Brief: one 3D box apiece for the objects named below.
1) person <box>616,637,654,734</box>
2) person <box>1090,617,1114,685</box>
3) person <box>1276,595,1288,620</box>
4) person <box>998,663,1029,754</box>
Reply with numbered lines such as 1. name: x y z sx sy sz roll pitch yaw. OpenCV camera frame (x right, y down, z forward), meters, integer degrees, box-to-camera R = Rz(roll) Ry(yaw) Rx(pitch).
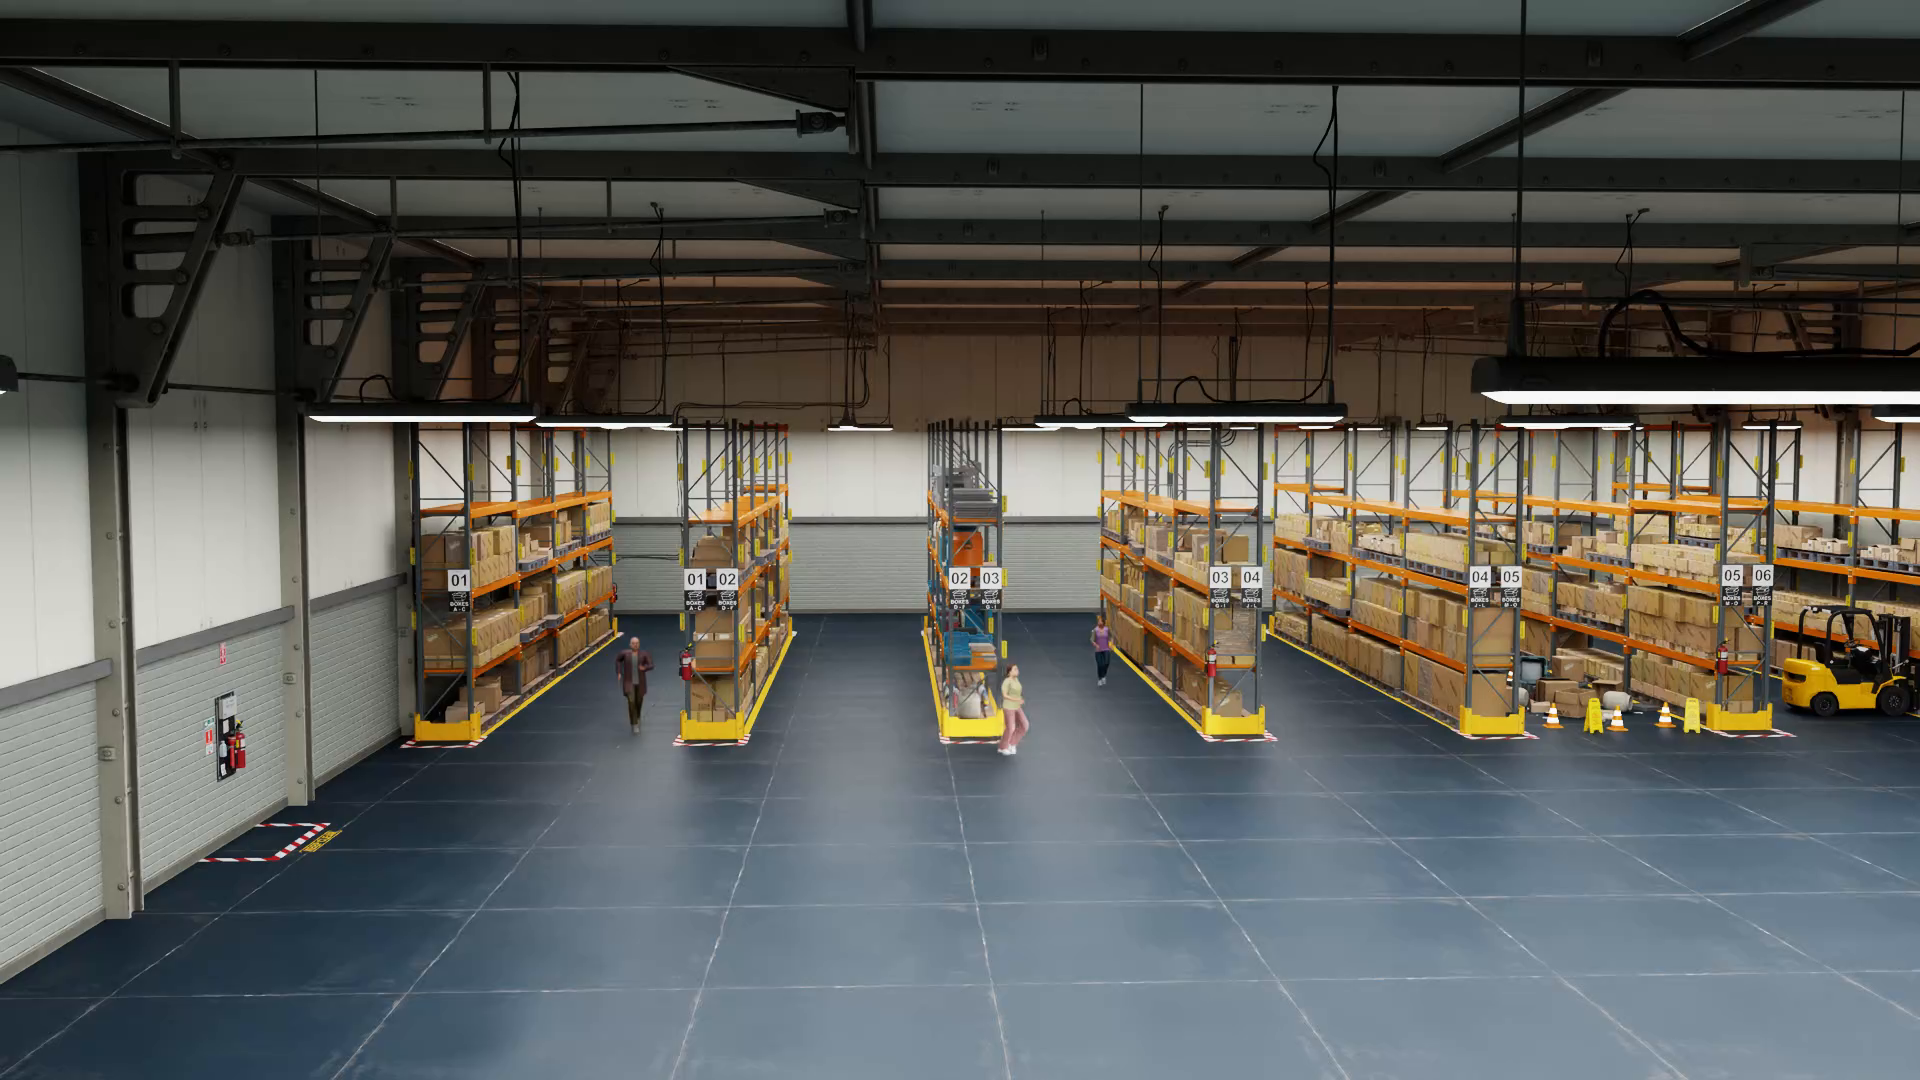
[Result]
1. person: -6.236 2.751 31.945 0.686 1.788 1.037 -1 4 -18
2. person: 3.227 2.524 37.679 0.550 1.560 0.580 0 4 4
3. person: 9.552 1.719 49.157 0.922 1.690 0.614 -3 5 -37
4. person: 0.953 3.004 29.534 0.622 1.650 0.596 3 5 38
